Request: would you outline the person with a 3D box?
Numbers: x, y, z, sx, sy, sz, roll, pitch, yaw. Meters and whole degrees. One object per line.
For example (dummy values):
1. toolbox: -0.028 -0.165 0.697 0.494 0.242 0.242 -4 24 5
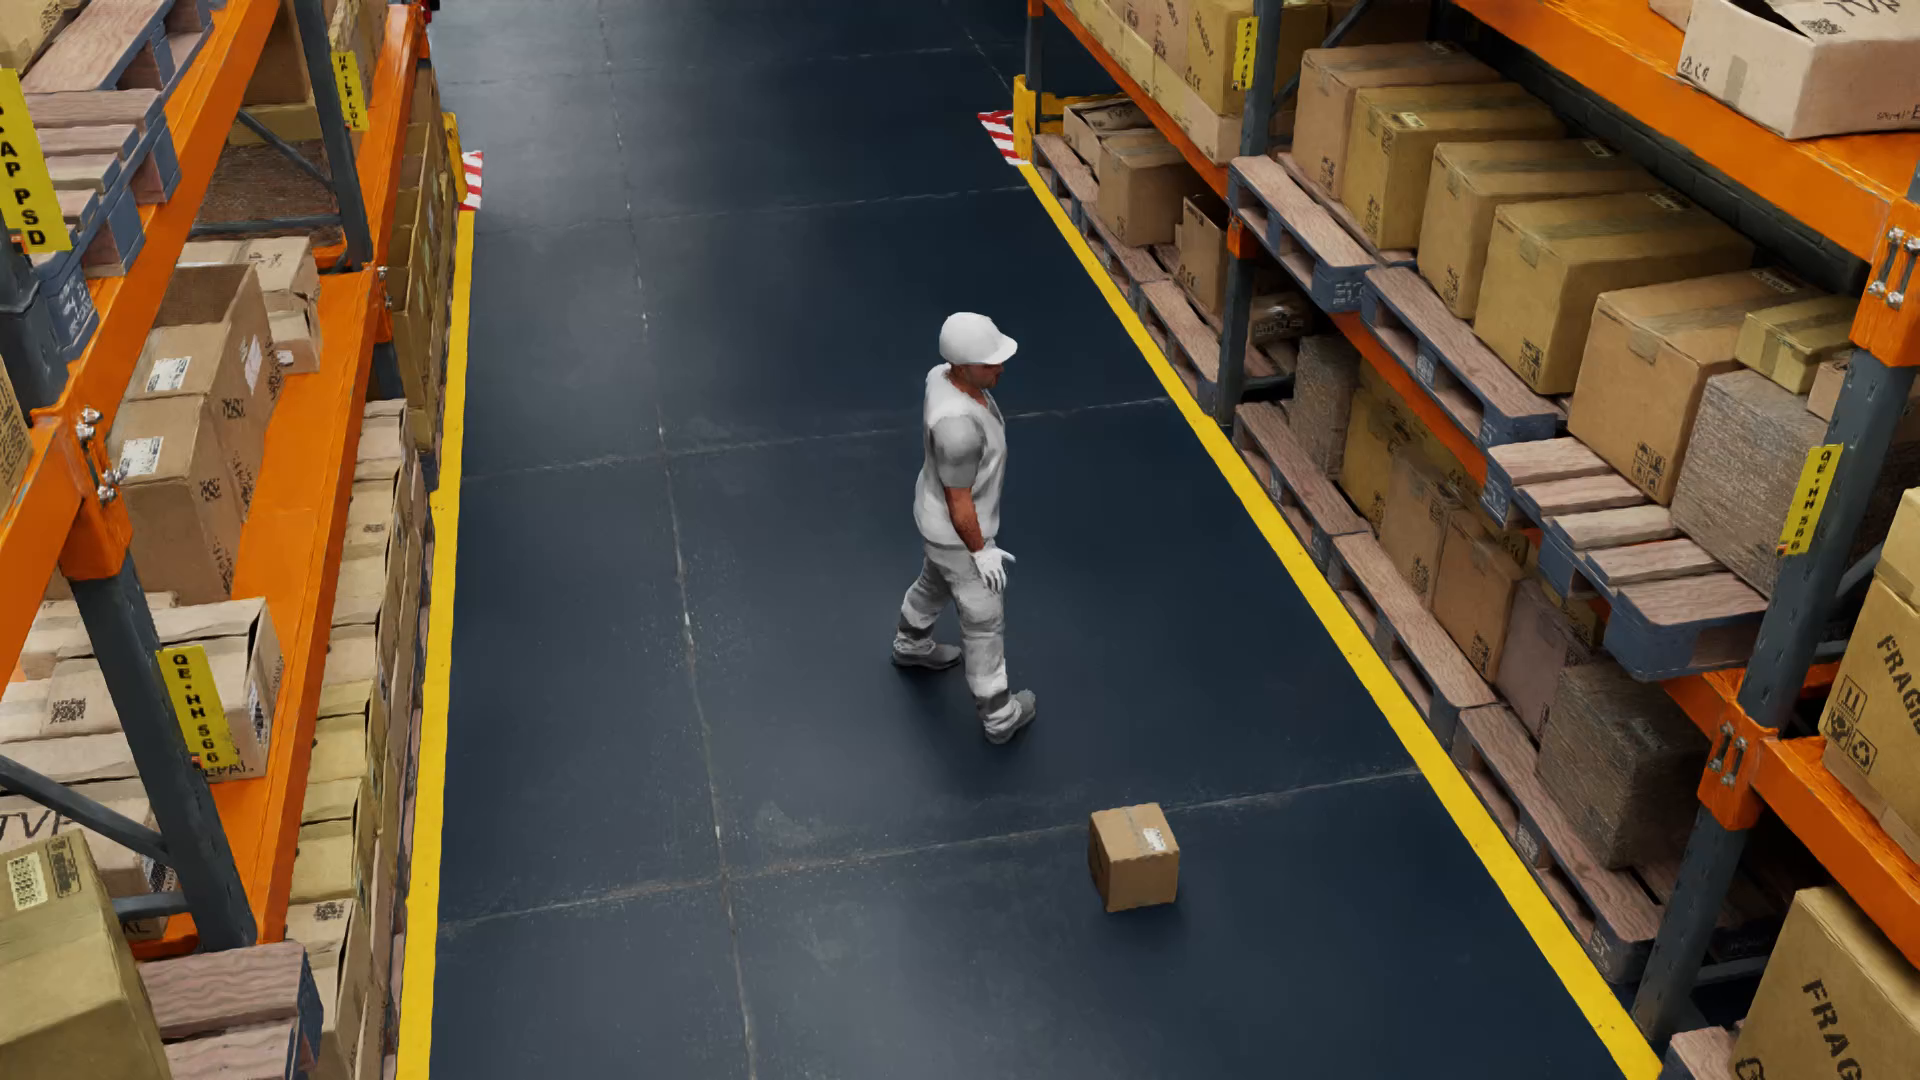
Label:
1. person: 0.019 -0.091 6.260 0.551 1.783 0.644 -4 34 -5
